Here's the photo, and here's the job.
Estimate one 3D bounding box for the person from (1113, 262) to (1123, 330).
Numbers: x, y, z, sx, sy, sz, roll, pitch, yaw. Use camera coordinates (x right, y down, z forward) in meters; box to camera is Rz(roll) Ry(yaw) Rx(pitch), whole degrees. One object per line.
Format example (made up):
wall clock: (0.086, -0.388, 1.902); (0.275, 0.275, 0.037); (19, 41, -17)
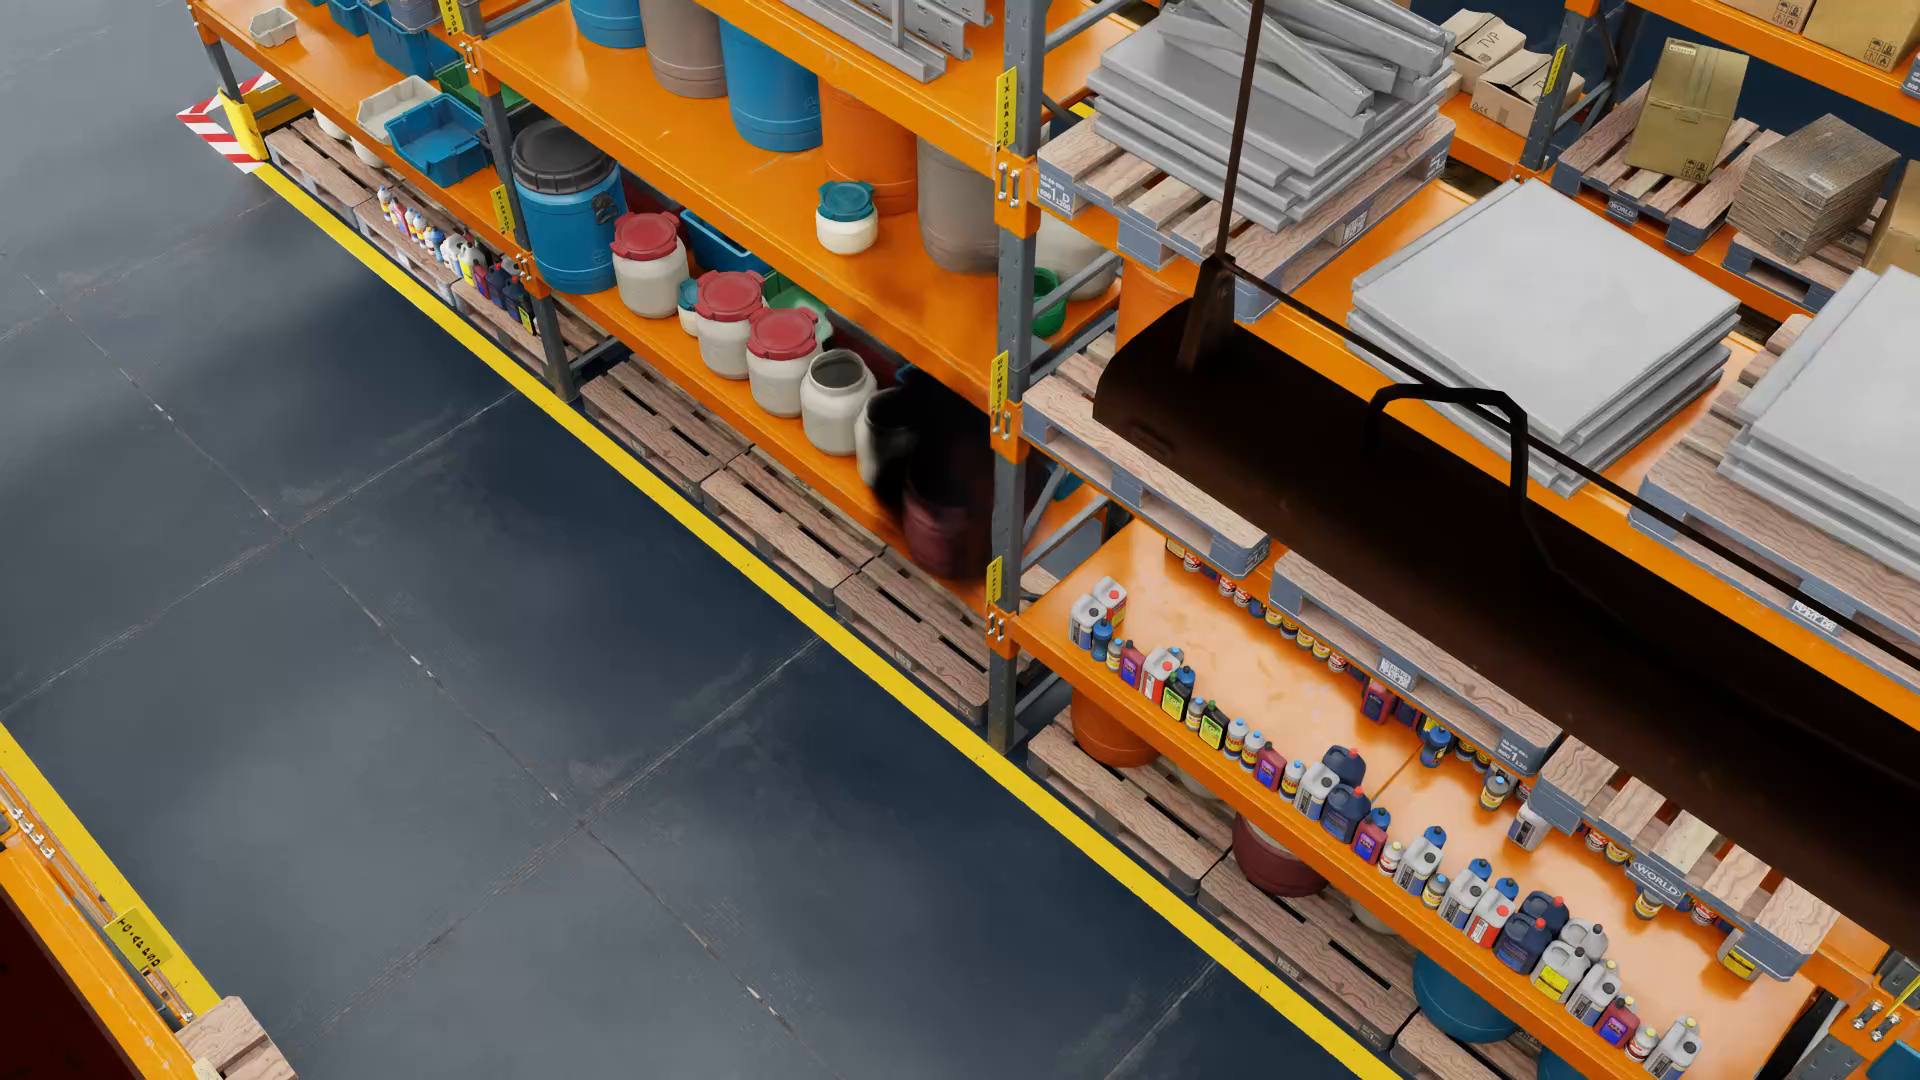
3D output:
person: (1.221, -1.588, 10.285); (0.565, 1.636, 0.581); (22, 54, 18)
